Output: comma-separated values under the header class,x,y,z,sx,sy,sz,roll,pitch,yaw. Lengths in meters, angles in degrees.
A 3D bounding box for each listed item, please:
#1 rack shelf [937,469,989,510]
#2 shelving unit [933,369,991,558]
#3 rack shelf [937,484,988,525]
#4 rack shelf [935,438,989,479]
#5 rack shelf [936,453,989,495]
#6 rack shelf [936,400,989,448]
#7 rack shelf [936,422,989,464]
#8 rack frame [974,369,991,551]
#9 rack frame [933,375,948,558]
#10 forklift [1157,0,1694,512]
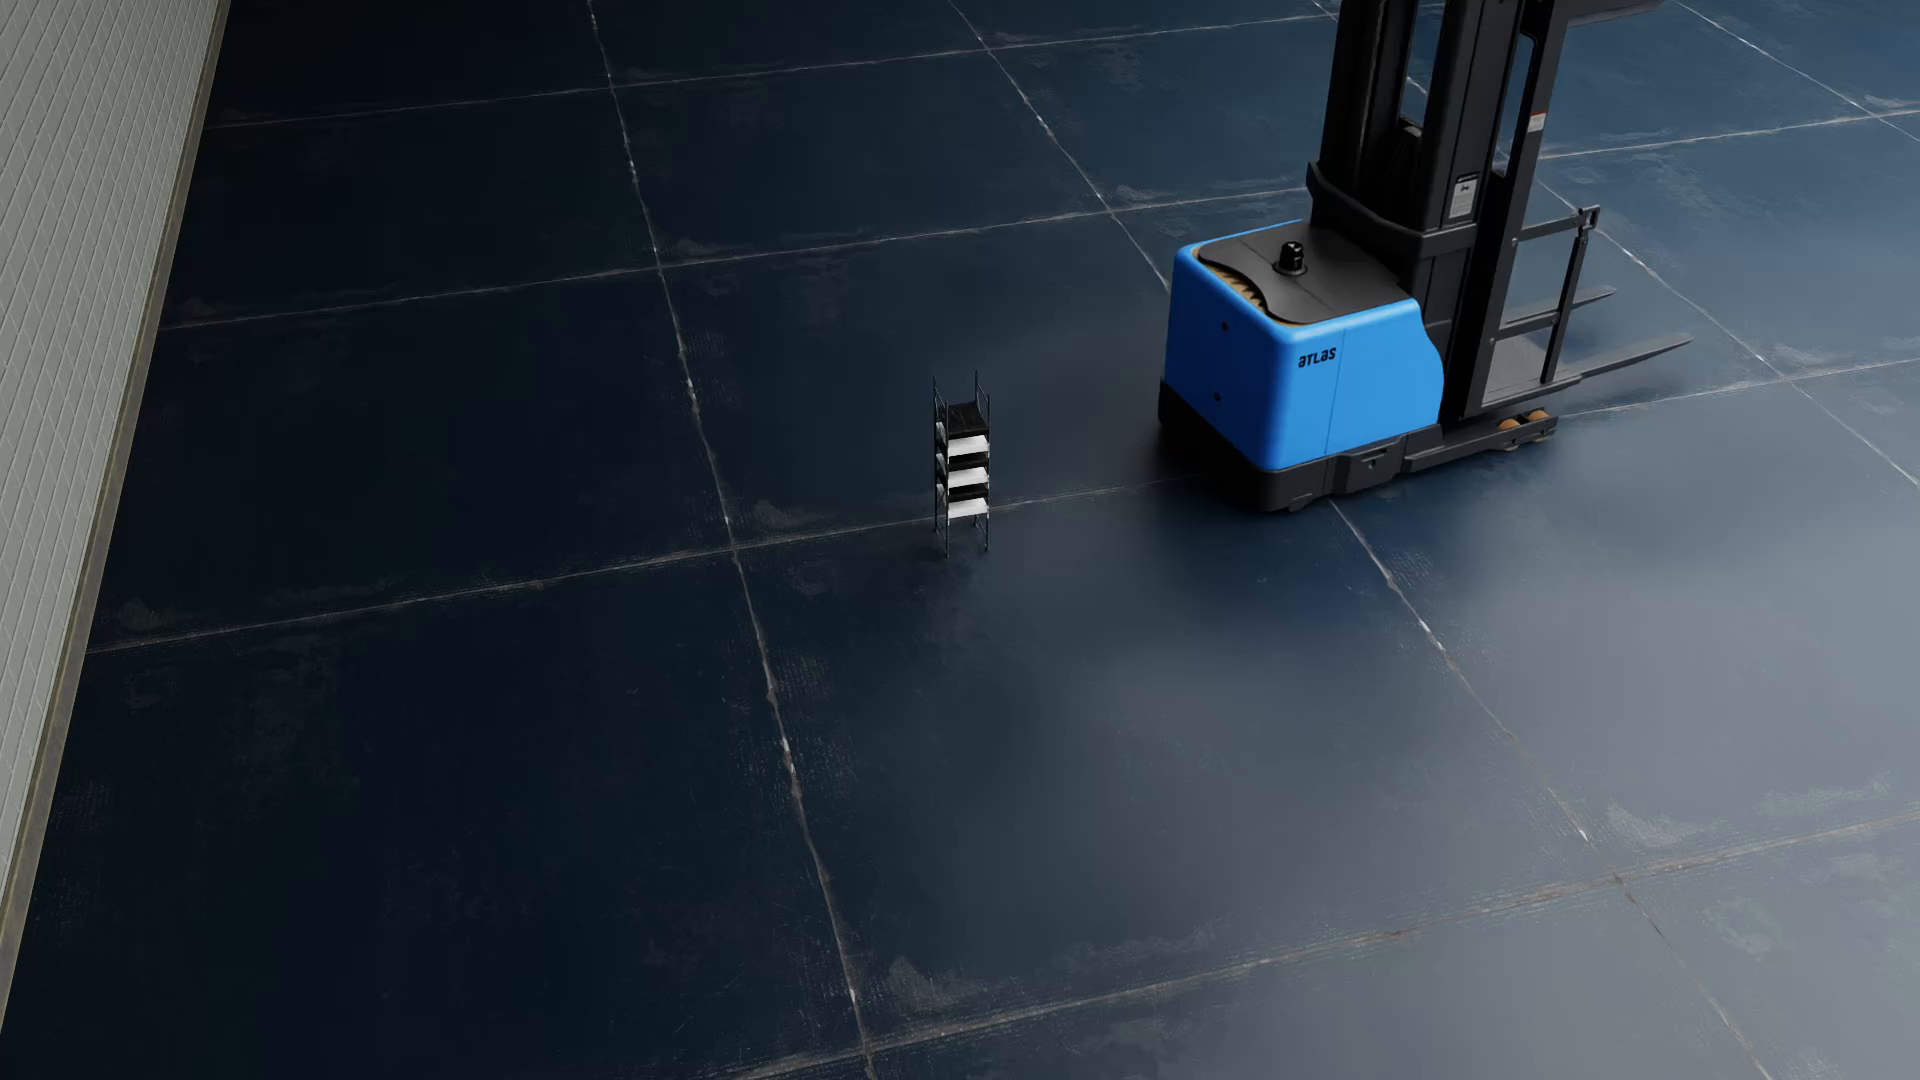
class,x,y,z,sx,sy,sz,roll,pitch,yaw
rack shelf,0.008,-0.261,8.033,0.200,0.077,0.258,-9,38,-12
shelving unit,0.008,-0.359,7.958,0.210,0.900,0.258,-9,38,-12
rack shelf,0.008,-0.189,8.087,0.200,0.077,0.258,-9,38,-12
rack shelf,0.008,-0.404,7.923,0.200,0.077,0.258,-9,38,-12
rack shelf,0.008,-0.332,7.978,0.200,0.077,0.258,-9,38,-12
rack shelf,0.008,-0.547,7.814,0.200,0.077,0.258,-9,38,-12
rack shelf,0.008,-0.475,7.869,0.200,0.077,0.258,-9,38,-12
rack frame,0.106,-0.375,7.979,0.006,0.900,0.240,-9,38,-12
rack frame,-0.090,-0.343,7.937,0.006,0.900,0.240,-9,38,-12
forklift,2.623,-1.911,8.315,3.031,2.935,1.130,-16,40,-20
